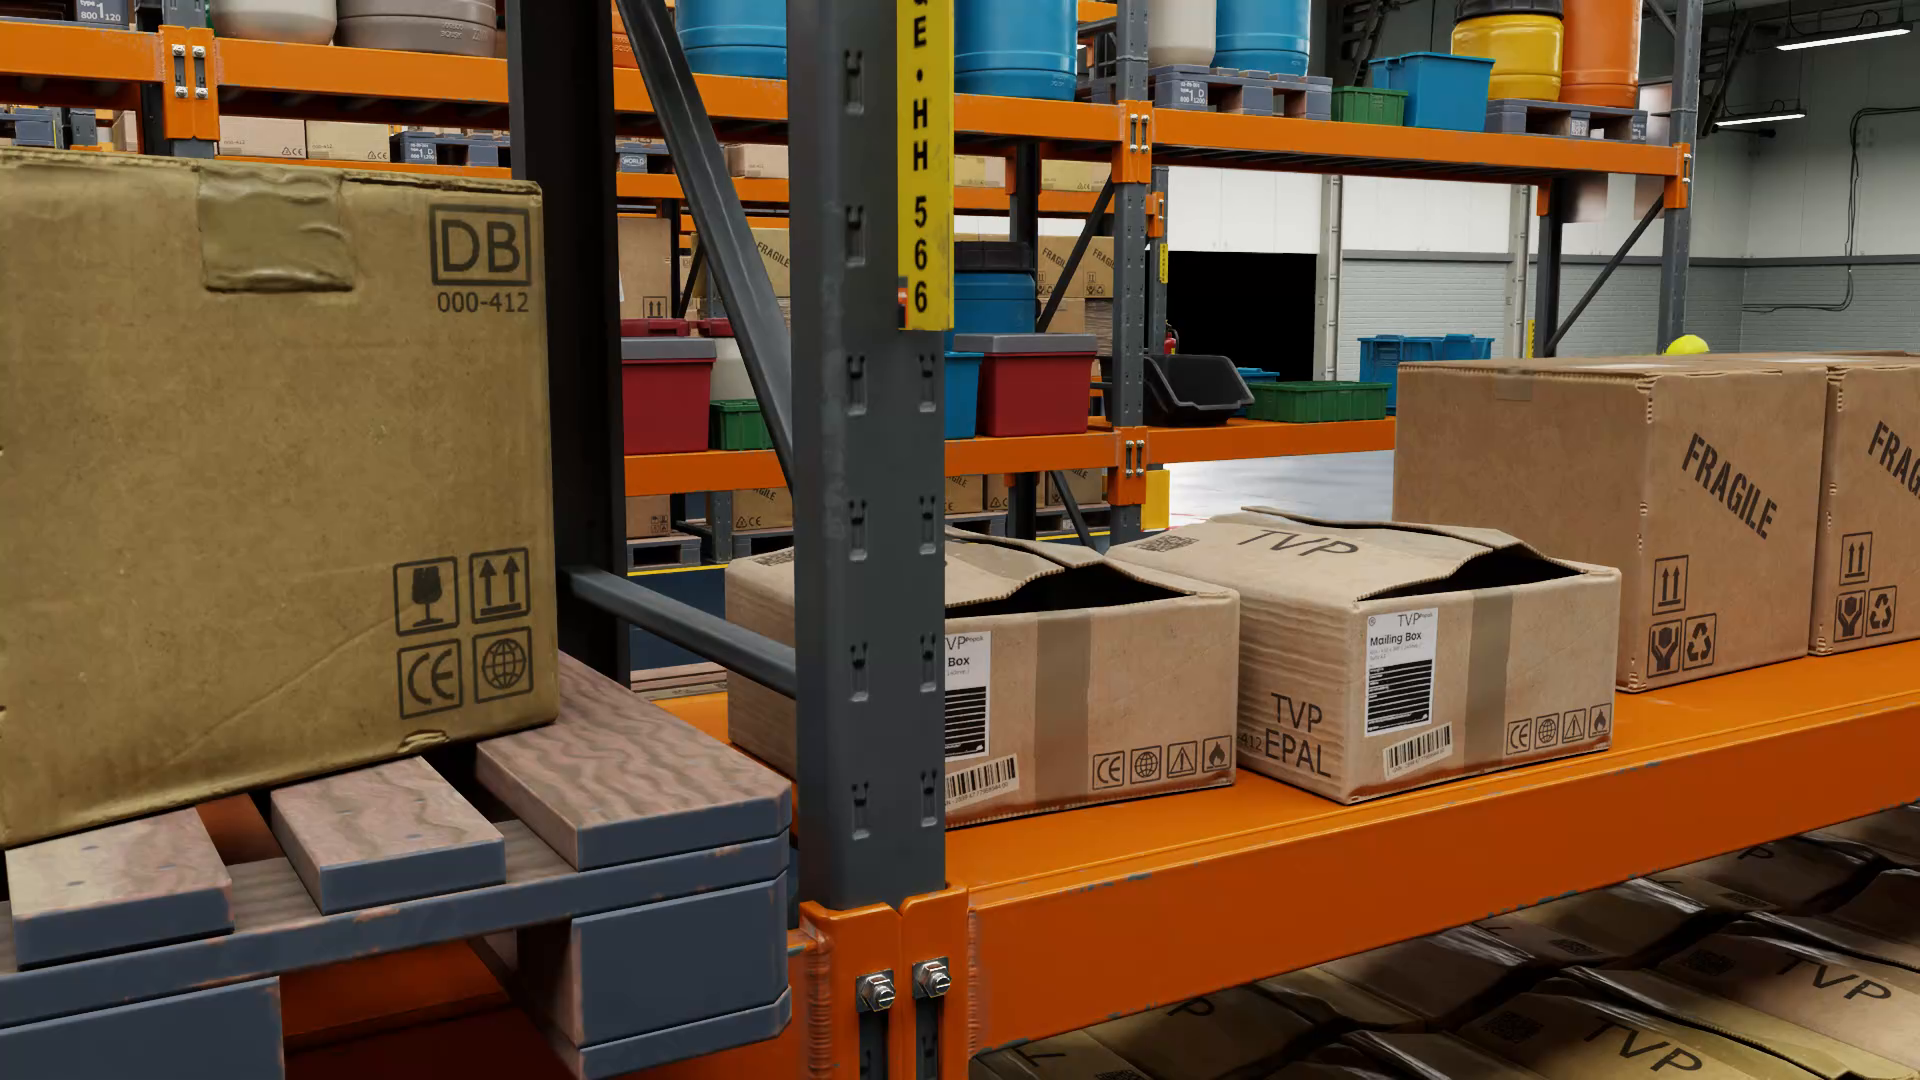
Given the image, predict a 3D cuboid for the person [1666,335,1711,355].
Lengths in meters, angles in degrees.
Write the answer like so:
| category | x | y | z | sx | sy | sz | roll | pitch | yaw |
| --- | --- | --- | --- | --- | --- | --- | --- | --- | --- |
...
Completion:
| category | x | y | z | sx | sy | sz | roll | pitch | yaw |
| --- | --- | --- | --- | --- | --- | --- | --- | --- | --- |
| person | 3.560 | -0.149 | 8.303 | 0.938 | 1.740 | 0.582 | -5 | 10 | -33 |
